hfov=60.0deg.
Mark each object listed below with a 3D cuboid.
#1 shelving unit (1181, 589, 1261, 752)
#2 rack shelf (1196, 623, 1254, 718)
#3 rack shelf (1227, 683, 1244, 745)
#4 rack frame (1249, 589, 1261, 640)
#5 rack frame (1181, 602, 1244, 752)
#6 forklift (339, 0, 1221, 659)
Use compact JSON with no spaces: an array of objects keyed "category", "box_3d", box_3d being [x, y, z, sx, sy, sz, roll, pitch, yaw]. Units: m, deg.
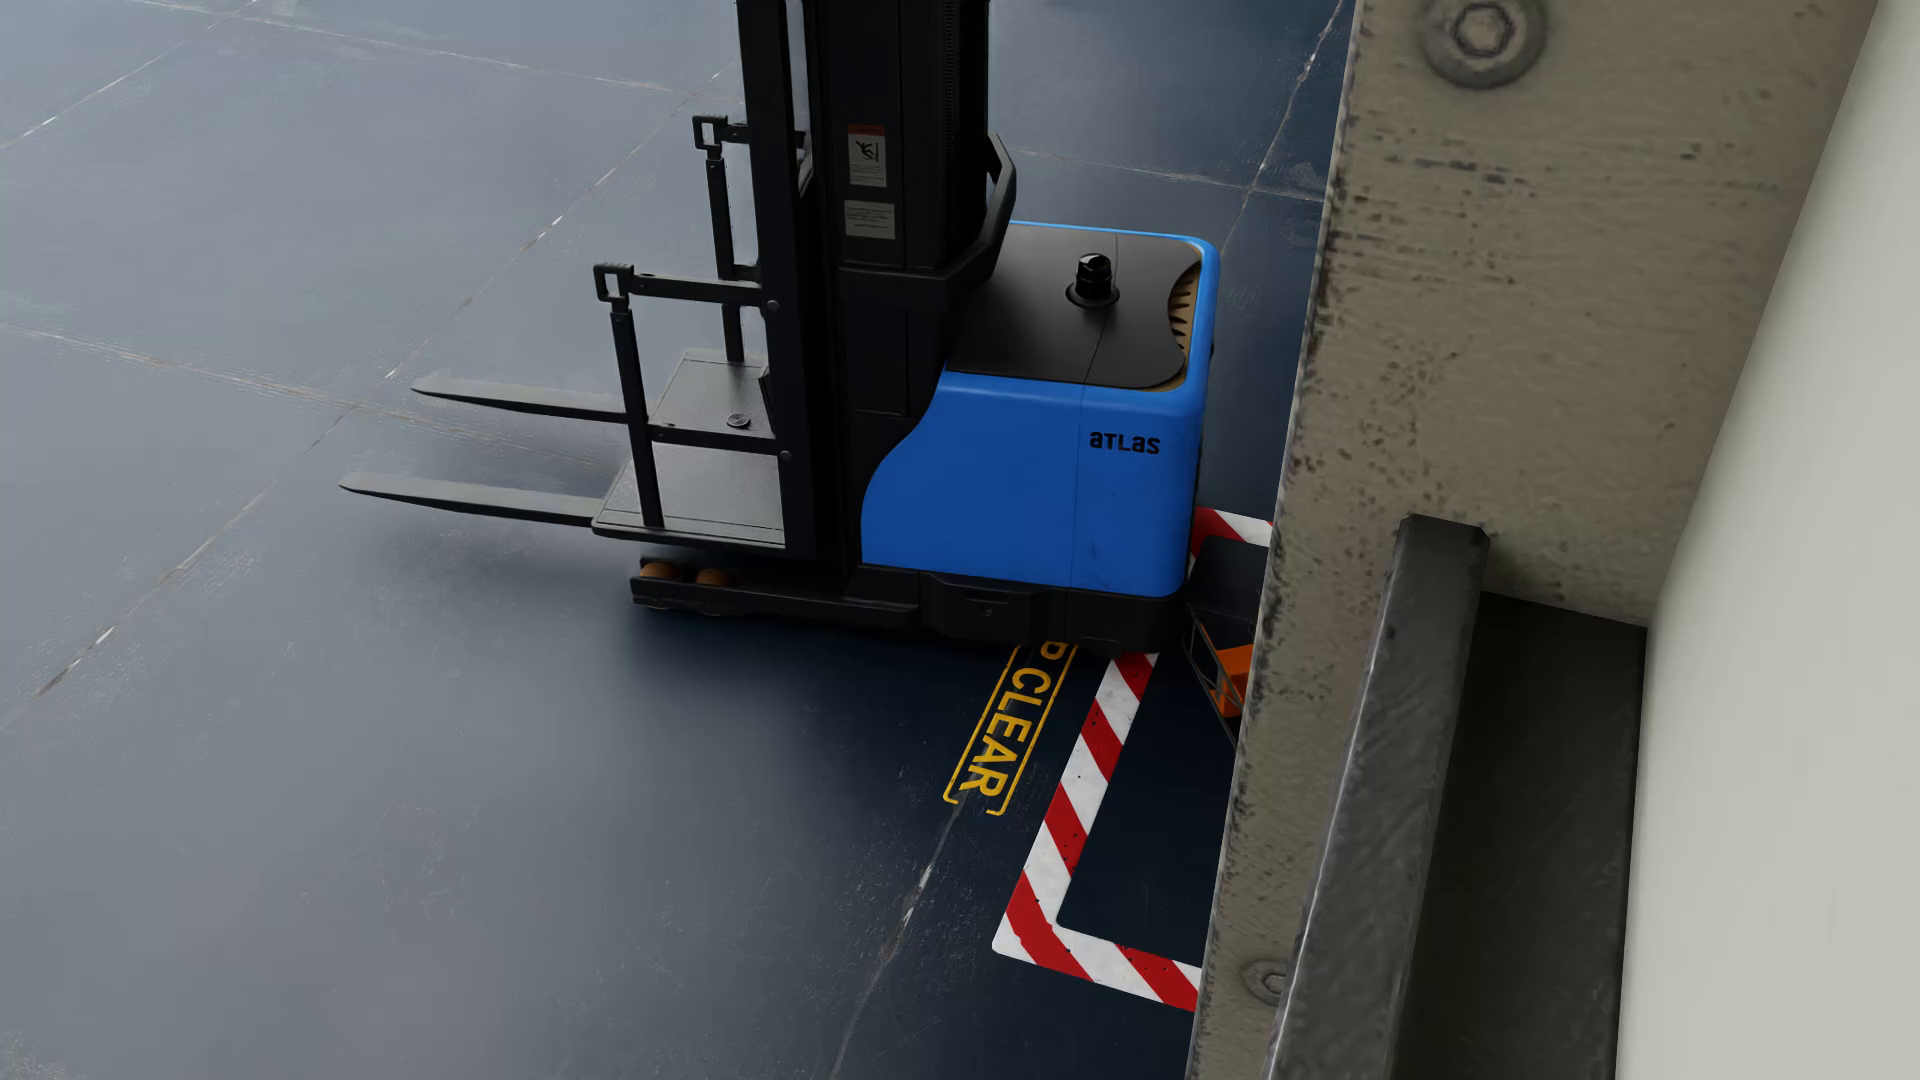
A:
[{"category":"shelving unit","box_3d":[1.002,0.595,5.184,0.252,0.215,1.050,-10,43,-11]},{"category":"rack shelf","box_3d":[0.927,0.409,5.392,0.240,0.215,0.259,-10,43,-11]},{"category":"rack shelf","box_3d":[0.999,0.588,5.191,0.240,0.215,0.259,-10,43,-11]},{"category":"rack frame","box_3d":[1.119,0.574,5.207,0.008,0.200,1.050,-10,43,-11]},{"category":"rack frame","box_3d":[0.884,0.616,5.160,0.008,0.200,1.050,-10,43,-11]},{"category":"forklift","box_3d":[-0.678,-1.181,5.188,3.031,2.935,1.130,7,41,8]}]
